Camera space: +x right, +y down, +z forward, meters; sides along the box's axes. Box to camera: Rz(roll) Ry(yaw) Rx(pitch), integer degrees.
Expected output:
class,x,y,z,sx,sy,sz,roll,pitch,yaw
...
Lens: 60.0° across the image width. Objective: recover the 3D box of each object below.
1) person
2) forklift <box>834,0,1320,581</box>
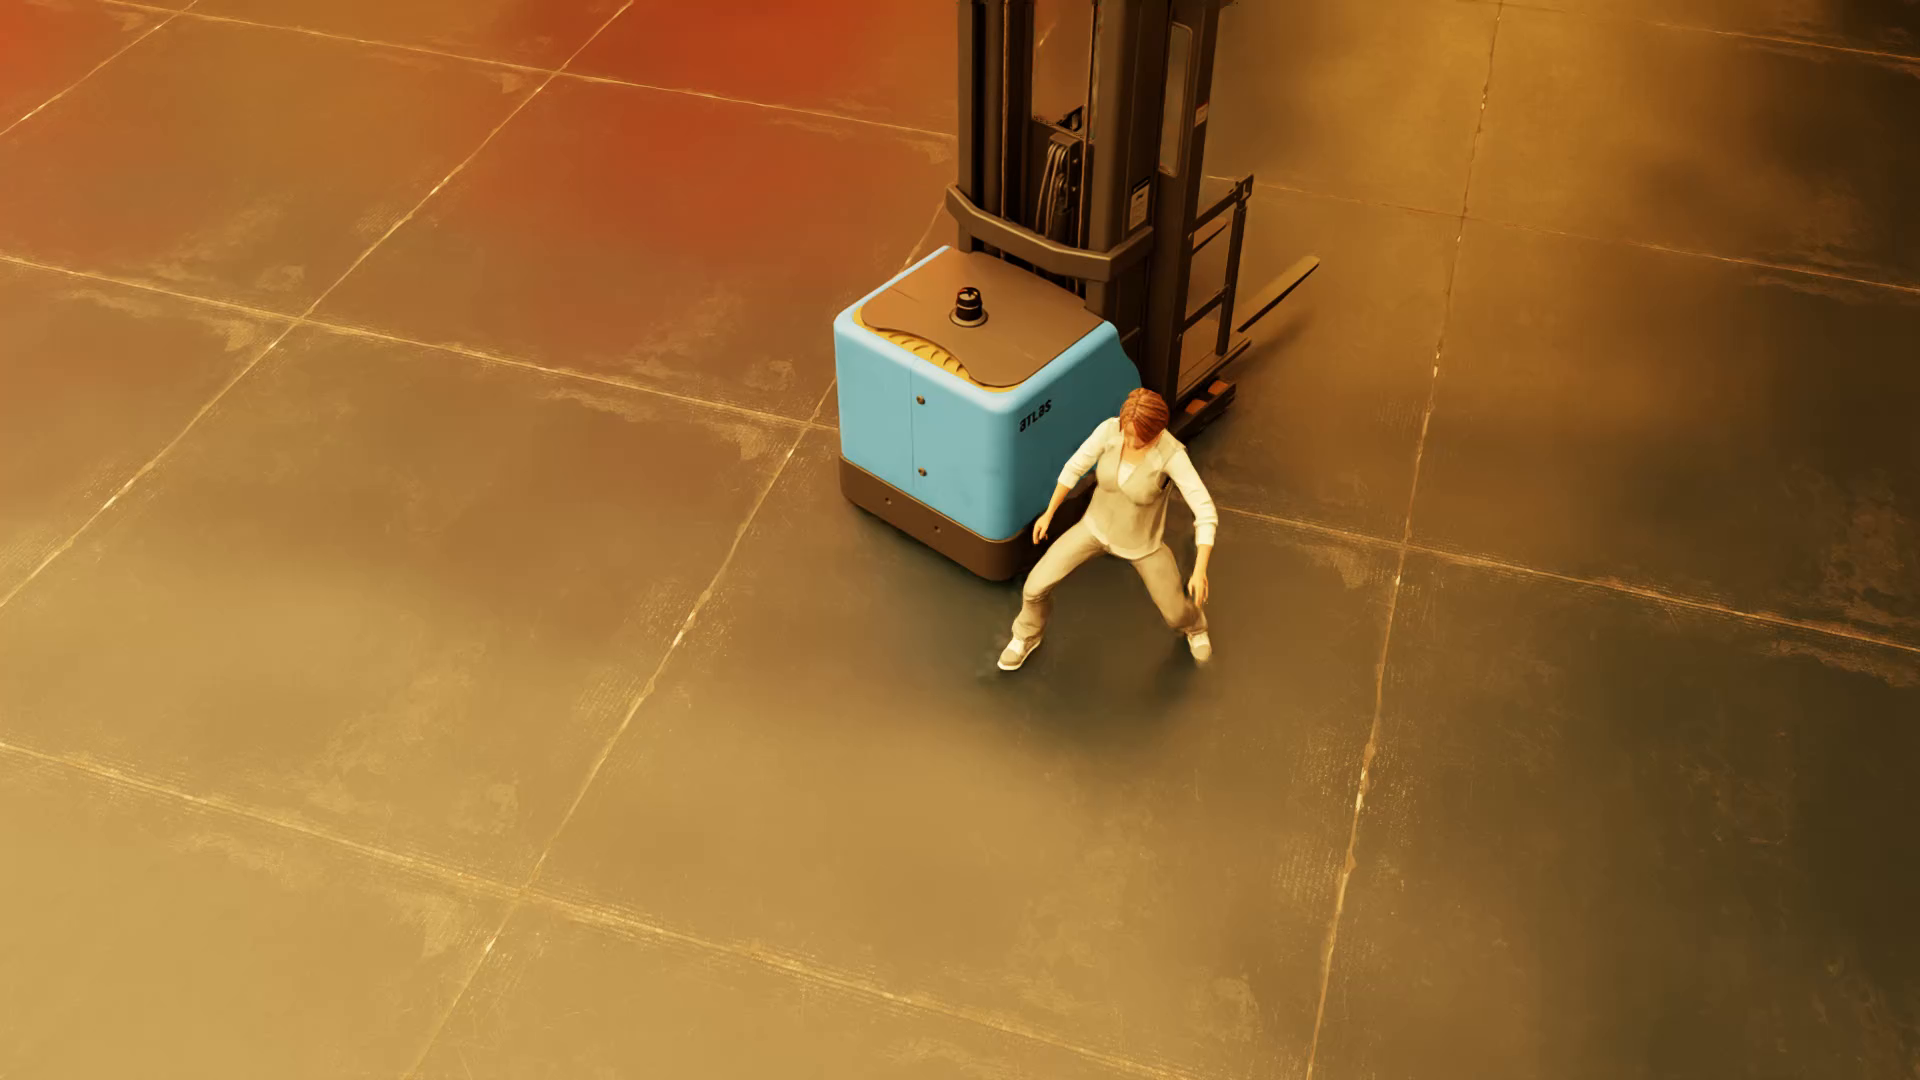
class,x,y,z,sx,sy,sz,roll,pitch,yaw
person,0.695,0.004,6.811,0.855,1.462,0.738,21,47,21
forklift,0.760,-1.822,7.648,1.130,2.935,3.031,30,51,28
